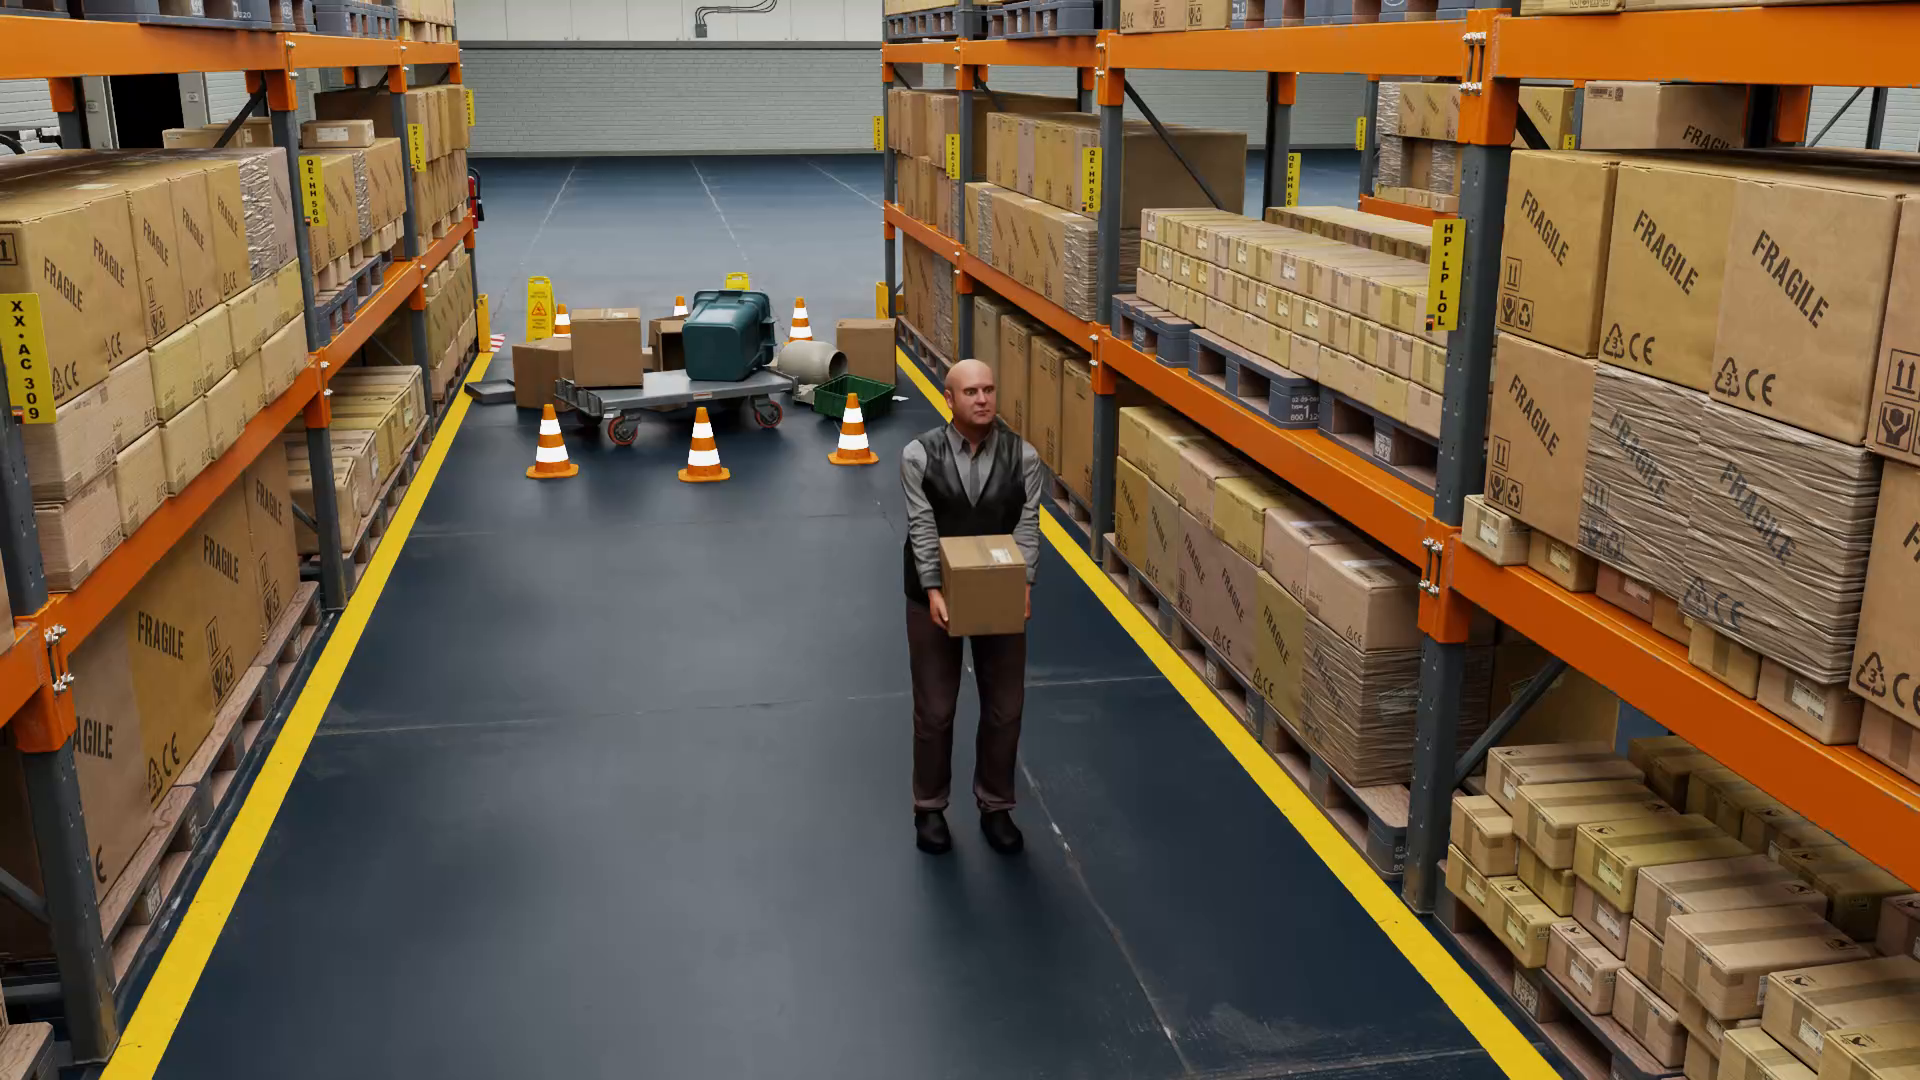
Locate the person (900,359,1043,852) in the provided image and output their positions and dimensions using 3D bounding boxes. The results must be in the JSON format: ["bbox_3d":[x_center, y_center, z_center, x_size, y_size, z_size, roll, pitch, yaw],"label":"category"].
[{"bbox_3d":[0.058,0.253,5.725,0.494,1.713,0.556,-3,16,-9],"label":"person"}]
